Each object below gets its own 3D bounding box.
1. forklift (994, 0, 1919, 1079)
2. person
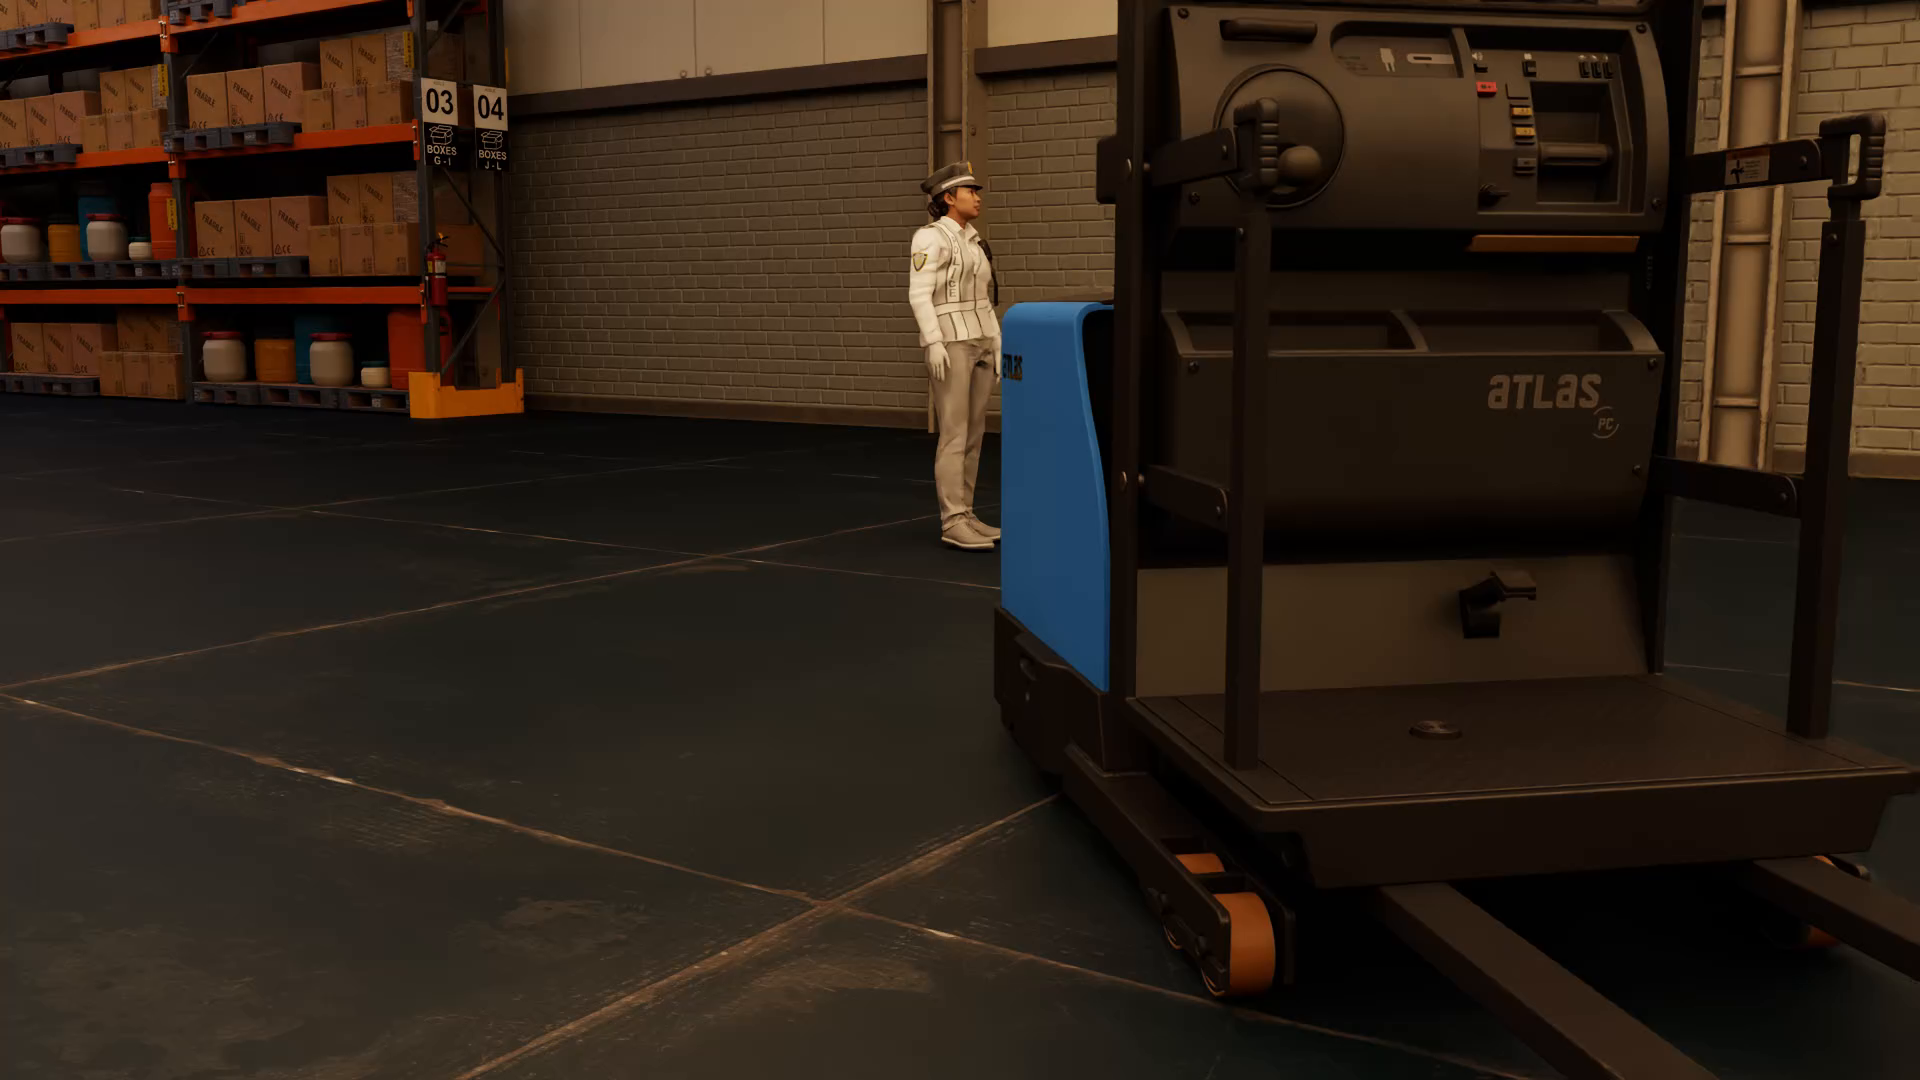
[{"bbox_3d":[0.869,-0.793,2.770,1.130,2.935,3.031,-2,8,-11],"label":"forklift"},{"bbox_3d":[0.052,-0.840,7.441,0.534,1.696,0.587,5,10,34],"label":"person"}]
